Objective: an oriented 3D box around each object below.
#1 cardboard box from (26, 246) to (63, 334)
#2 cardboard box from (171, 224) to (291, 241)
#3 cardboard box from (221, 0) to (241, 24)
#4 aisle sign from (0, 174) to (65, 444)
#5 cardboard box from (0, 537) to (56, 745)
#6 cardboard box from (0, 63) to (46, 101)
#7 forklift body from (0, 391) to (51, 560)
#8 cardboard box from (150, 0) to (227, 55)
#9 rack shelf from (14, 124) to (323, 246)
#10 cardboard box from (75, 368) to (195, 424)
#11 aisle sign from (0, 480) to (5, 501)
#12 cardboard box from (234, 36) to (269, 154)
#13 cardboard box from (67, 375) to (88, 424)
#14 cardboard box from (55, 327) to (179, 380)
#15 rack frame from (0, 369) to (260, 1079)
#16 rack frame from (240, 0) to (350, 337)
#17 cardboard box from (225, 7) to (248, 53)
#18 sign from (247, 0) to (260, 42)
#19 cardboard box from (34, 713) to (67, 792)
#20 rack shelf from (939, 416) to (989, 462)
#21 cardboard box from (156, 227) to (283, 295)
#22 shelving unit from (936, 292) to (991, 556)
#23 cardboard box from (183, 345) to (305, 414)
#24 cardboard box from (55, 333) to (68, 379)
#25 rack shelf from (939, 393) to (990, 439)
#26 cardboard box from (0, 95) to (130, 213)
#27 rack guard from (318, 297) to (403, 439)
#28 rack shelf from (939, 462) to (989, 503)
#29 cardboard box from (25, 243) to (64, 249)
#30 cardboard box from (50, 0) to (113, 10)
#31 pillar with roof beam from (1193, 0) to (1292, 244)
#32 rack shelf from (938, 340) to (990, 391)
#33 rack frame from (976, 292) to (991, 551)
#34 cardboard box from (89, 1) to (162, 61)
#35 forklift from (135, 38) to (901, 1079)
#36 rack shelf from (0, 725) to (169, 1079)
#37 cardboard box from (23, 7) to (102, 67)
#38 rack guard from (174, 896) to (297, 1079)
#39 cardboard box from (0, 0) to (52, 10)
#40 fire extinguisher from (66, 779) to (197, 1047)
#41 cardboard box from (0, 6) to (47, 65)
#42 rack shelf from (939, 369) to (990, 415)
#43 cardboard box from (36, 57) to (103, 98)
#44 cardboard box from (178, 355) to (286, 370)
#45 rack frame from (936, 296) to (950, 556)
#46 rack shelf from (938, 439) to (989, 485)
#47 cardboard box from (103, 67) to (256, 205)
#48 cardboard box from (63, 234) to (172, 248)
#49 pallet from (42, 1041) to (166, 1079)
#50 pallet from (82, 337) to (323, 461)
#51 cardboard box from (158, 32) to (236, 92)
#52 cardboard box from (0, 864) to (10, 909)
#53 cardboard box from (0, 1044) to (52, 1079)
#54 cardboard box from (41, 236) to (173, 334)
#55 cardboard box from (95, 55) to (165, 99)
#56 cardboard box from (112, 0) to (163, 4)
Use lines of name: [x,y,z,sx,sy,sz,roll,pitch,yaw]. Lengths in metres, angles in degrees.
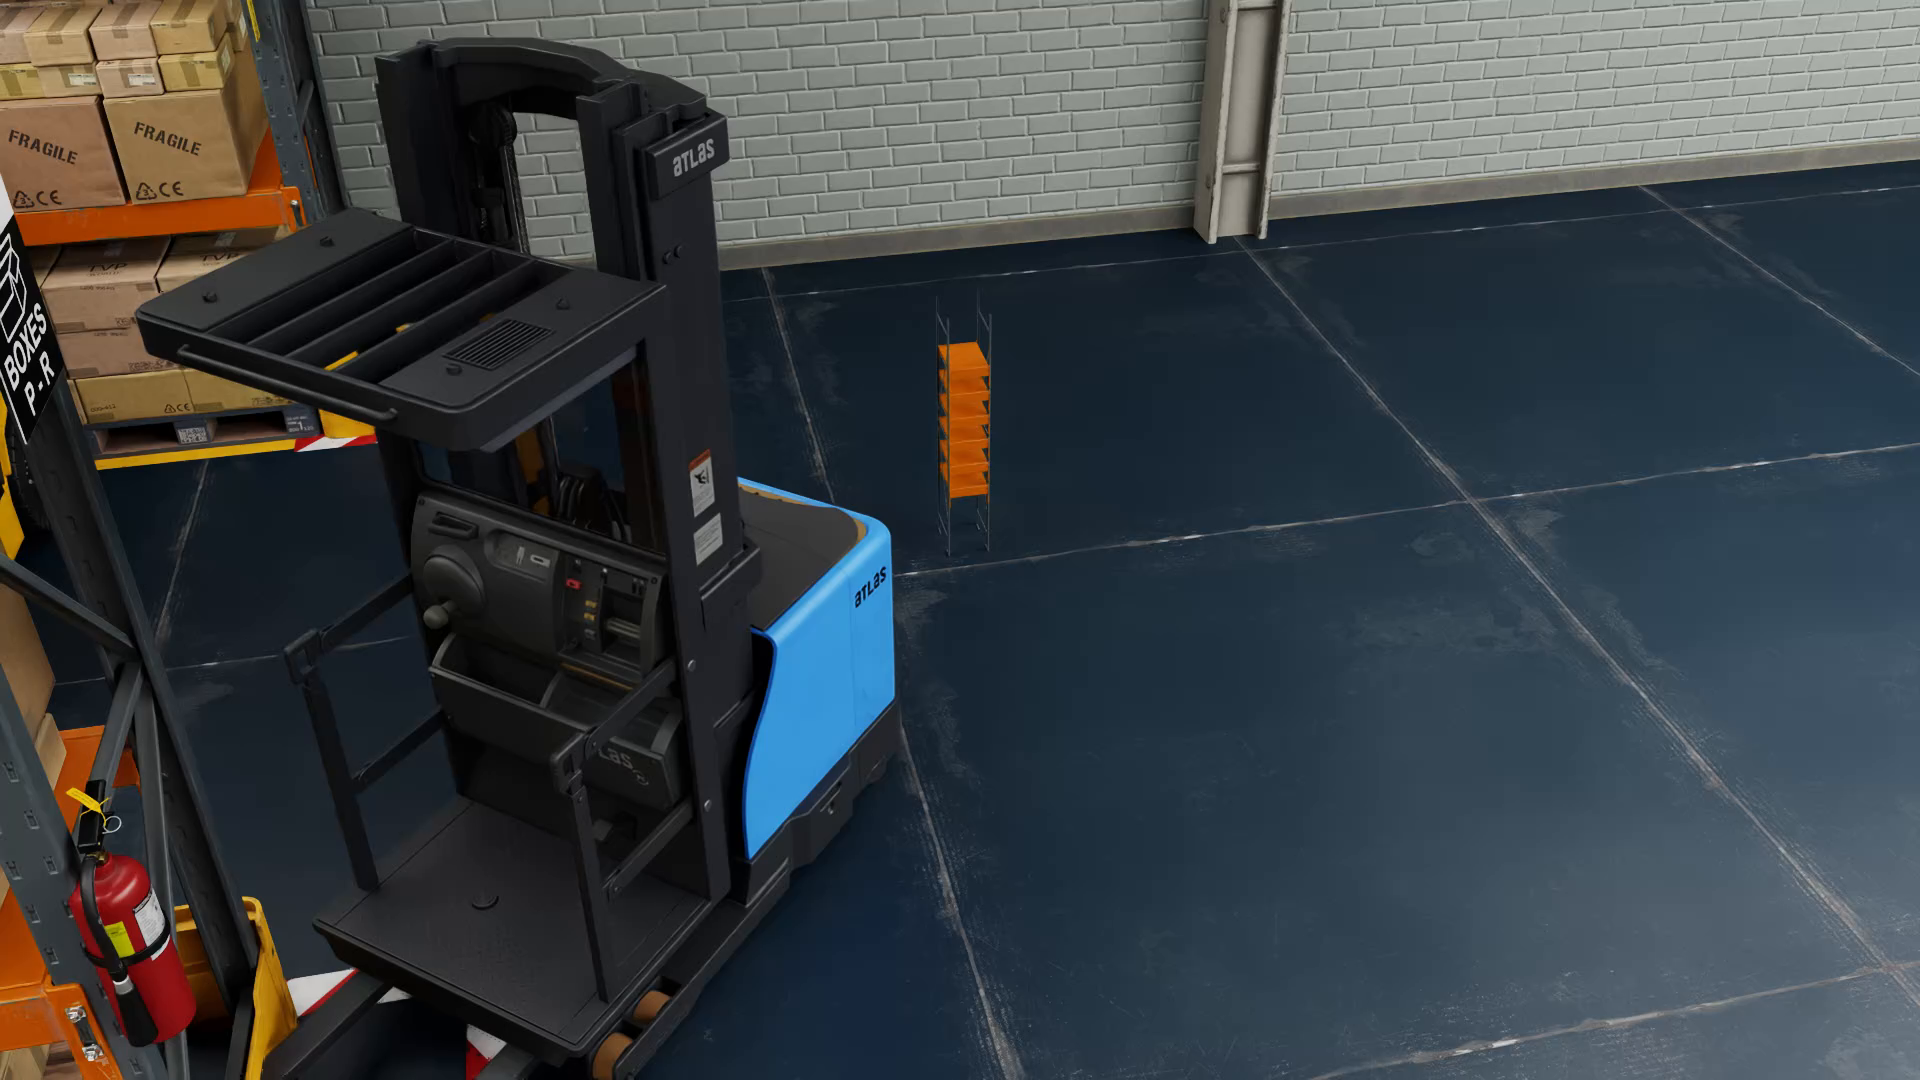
cardboard box: [-4.609,-1.180,8.010,0.500,0.250,0.500,-7,34,-10]
cardboard box: [-3.753,-1.583,8.611,0.500,0.250,0.500,-8,35,-11]
cardboard box: [-3.617,-2.601,7.995,0.250,0.149,0.380,-8,35,-11]
aisle sign: [-2.152,-0.650,3.694,0.004,0.787,0.394,-7,35,-11]
cardboard box: [-2.667,0.348,4.183,0.500,0.500,0.500,-8,35,-11]
cardboard box: [-4.272,-2.137,7.571,0.250,0.149,0.380,-7,35,-11]
forklift body: [-4.689,-0.515,6.587,1.214,2.155,2.313,-7,35,-11]
cardboard box: [-3.545,-2.368,7.647,0.250,0.149,0.380,-7,35,-10]
rack shelf: [-5.193,-1.547,8.009,4.000,0.370,1.077,-7,35,-11]
cardboard box: [-4.118,-0.839,8.399,0.500,0.250,0.500,-7,35,-11]
aisle sign: [-2.019,-0.324,3.208,0.004,0.787,0.394,-7,35,-11]
cardboard box: [-3.787,-2.223,8.282,0.500,0.500,0.500,-6,34,-9]
cardboard box: [-4.608,-0.782,8.315,0.500,0.250,0.500,-7,34,-10]
cardboard box: [-4.140,-1.047,8.260,0.500,0.250,0.500,-8,35,-11]
rack frame: [-2.144,0.605,4.156,0.127,3.000,1.000,-7,35,-11]
rack frame: [-3.242,-2.092,8.175,0.127,3.000,1.000,-7,35,-11]
cardboard box: [-3.630,-2.502,8.115,0.250,0.149,0.380,-8,35,-12]
sign: [-3.136,-2.374,7.345,0.005,0.325,0.100,-7,35,-11]
cardboard box: [-2.521,0.639,4.331,0.250,0.149,0.380,-7,35,-10]
rack shelf: [0.014,-0.463,7.443,0.180,0.103,0.258,-7,35,-11]
cardboard box: [-3.623,-1.314,8.209,0.500,0.250,0.500,-6,34,-9]
shelving unit: [0.014,-0.500,7.418,0.189,1.200,0.258,-7,35,-11]
cardboard box: [-3.631,-0.895,8.483,0.500,0.250,0.500,-7,34,-10]
cardboard box: [-4.639,-0.972,8.148,0.500,0.250,0.500,-8,35,-12]
rack shelf: [0.014,-0.563,7.376,0.180,0.103,0.258,-7,35,-11]
cardboard box: [-4.173,-1.871,7.757,0.500,0.500,0.500,-6,34,-9]
rack guard: [-3.219,-1.057,8.876,0.348,0.500,1.175,-7,35,-11]
rack shelf: [0.014,-0.264,7.577,0.180,0.103,0.258,-7,35,-11]
cardboard box: [-4.730,-1.464,8.434,0.500,0.250,0.500,-7,35,-11]
cardboard box: [-4.134,-2.547,7.915,0.250,0.149,0.380,-7,34,-10]
pillar with roof beam: [2.682,-3.385,4.718,0.400,9.000,9.100,-7,35,-11]
rack shelf: [0.014,-0.762,7.242,0.180,0.103,0.258,-7,35,-11]
rack frame: [0.103,-0.511,7.435,0.006,1.200,0.240,-7,35,-11]
cardboard box: [-3.779,-2.320,7.577,0.250,0.149,0.380,-7,35,-10]
forklift: [-1.373,0.205,4.815,1.130,2.935,3.031,17,37,23]
rack shelf: [-4.094,1.150,3.990,4.000,0.370,1.077,-7,35,-11]
cardboard box: [-4.028,-2.274,7.507,0.250,0.149,0.380,-6,34,-9]
rack guard: [-2.218,1.653,4.838,0.348,0.500,1.175,-7,35,-11]
cardboard box: [-4.379,-2.525,7.882,0.250,0.149,0.380,-7,34,-10]
fire extinguisher: [-1.930,0.874,3.825,0.183,0.674,0.296,-7,35,-11]
cardboard box: [-4.287,-2.283,7.522,0.250,0.149,0.380,-7,34,-10]
rack shelf: [0.014,-0.662,7.309,0.180,0.103,0.258,-7,35,-11]
cardboard box: [-4.028,-2.162,7.607,0.250,0.149,0.380,-7,34,-10]
cardboard box: [-3.648,-1.102,8.343,0.500,0.250,0.500,-8,35,-11]
rack frame: [-0.075,-0.489,7.402,0.006,1.200,0.240,-7,35,-11]
rack shelf: [0.014,-0.363,7.510,0.180,0.103,0.258,-7,35,-11]
cardboard box: [-3.664,-1.930,7.845,0.500,0.500,0.500,-8,35,-12]
cardboard box: [-4.239,-1.520,8.517,0.500,0.250,0.500,-7,35,-10]
pallet: [-3.018,1.853,4.799,1.213,0.211,1.003,-7,35,-11]
pallet: [-3.979,-0.817,8.778,1.213,0.211,1.003,-7,35,-11]
cardboard box: [-3.519,-2.208,7.676,0.250,0.149,0.380,-7,34,-10]
cardboard box: [-2.461,0.872,3.984,0.250,0.149,0.380,-6,34,-9]
cardboard box: [-2.992,1.522,4.881,0.500,0.250,0.500,-7,35,-11]
cardboard box: [-4.119,-1.248,8.111,0.500,0.250,0.500,-7,34,-10]
cardboard box: [-3.761,-2.160,7.605,0.250,0.149,0.380,-7,34,-10]
cardboard box: [-3.890,-2.602,7.997,0.250,0.149,0.380,-6,34,-9]
